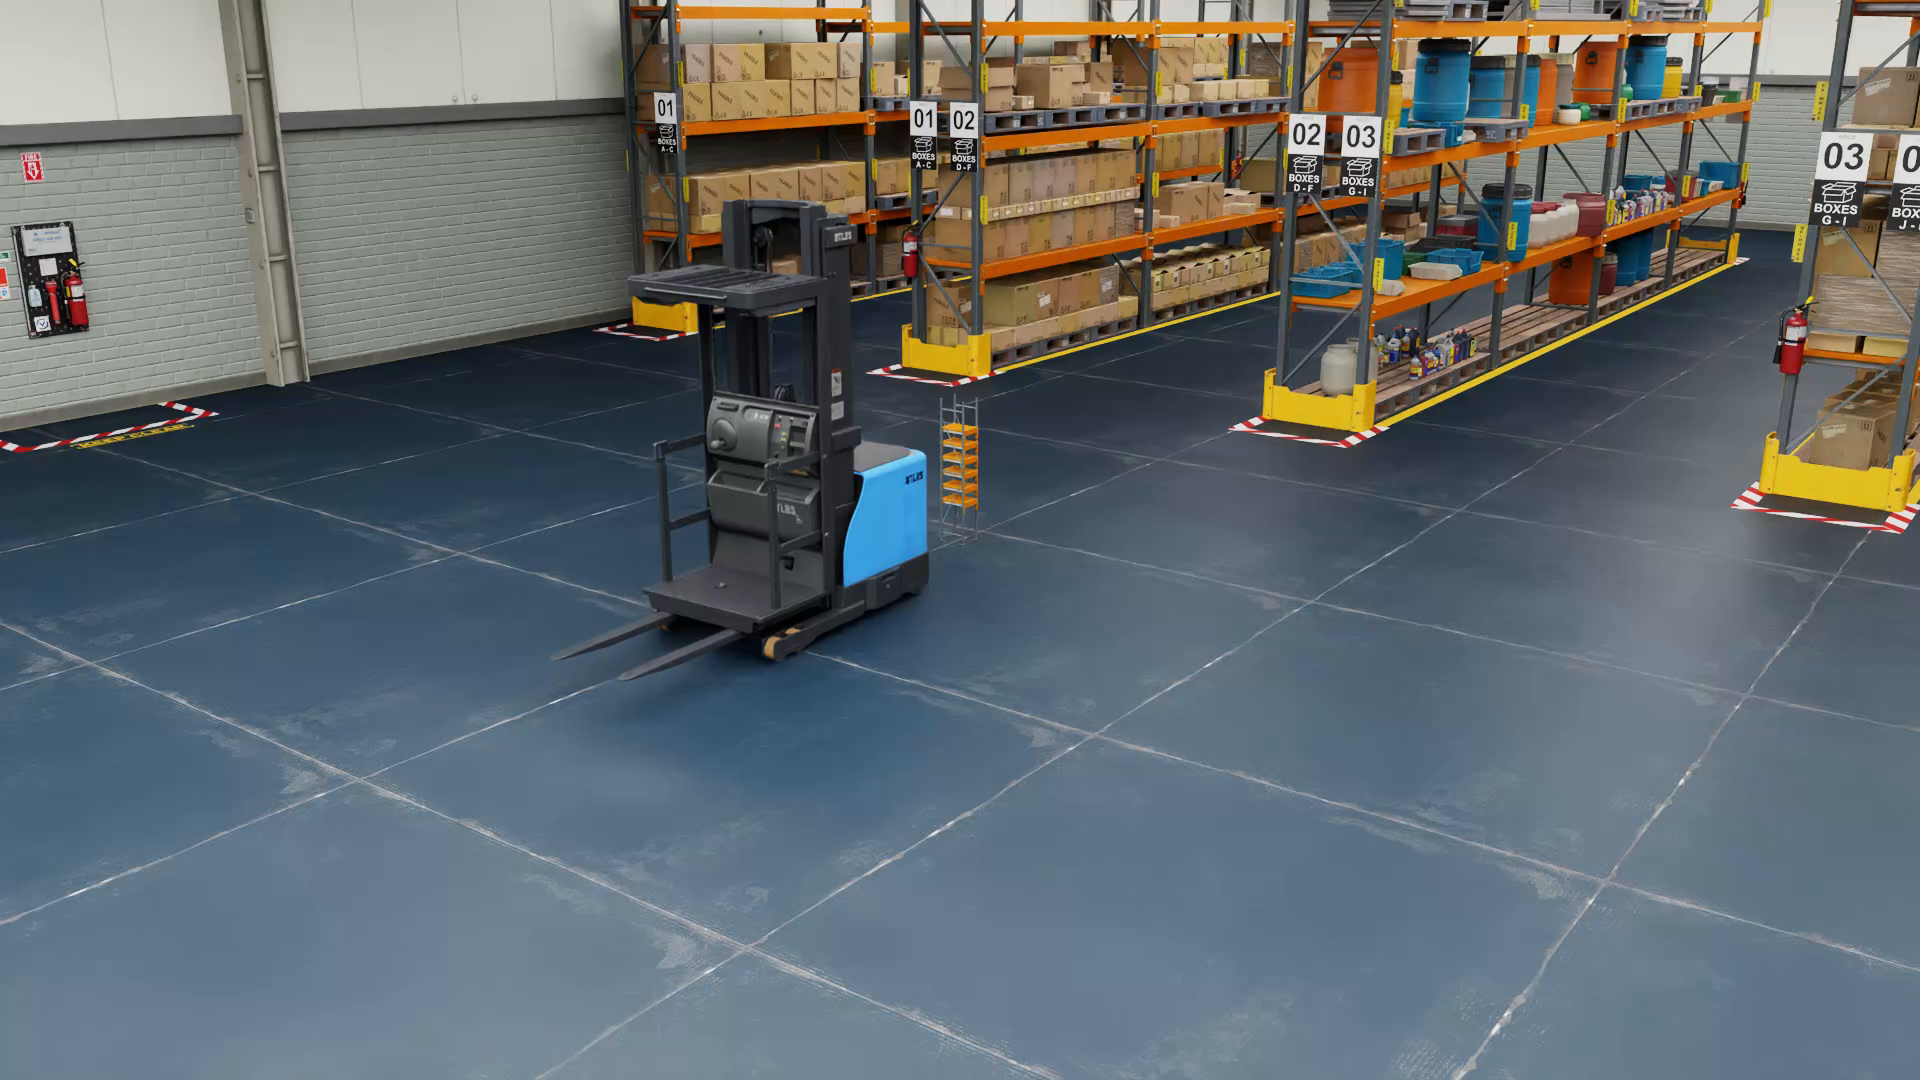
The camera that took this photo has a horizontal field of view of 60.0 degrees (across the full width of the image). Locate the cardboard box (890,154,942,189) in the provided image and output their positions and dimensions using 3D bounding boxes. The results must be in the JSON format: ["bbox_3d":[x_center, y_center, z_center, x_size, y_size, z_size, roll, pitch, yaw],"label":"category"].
[{"bbox_3d":[-0.720,-6.039,27.221,0.700,0.500,0.500,16,24,42],"label":"cardboard box"}]

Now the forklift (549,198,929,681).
[{"bbox_3d":[-1.481,-0.749,11.214,1.130,2.935,3.031,12,21,33],"label":"forklift"}]

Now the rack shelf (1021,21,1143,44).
[{"bbox_3d":[1.818,-9.131,29.861,1.077,0.370,4.000,12,21,35],"label":"rack shelf"}]

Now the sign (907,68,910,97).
[{"bbox_3d":[-0.587,-5.461,19.854,0.100,0.325,0.005,12,21,35],"label":"sign"}]

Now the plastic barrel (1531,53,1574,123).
[{"bbox_3d":[7.919,-6.088,22.388,0.600,0.901,0.600,0,17,0],"label":"plastic barrel"}]

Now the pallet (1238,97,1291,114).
[{"bbox_3d":[4.274,-6.615,25.247,1.213,0.211,1.003,14,22,37],"label":"pallet"}]

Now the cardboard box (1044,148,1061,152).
[{"bbox_3d":[1.441,-6.717,29.612,0.500,0.500,0.500,13,22,36],"label":"cardboard box"}]

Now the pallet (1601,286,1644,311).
[{"bbox_3d":[9.747,-3.726,25.387,1.003,0.211,1.213,12,21,35],"label":"pallet"}]

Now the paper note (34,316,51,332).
[{"bbox_3d":[-9.657,-2.277,17.503,0.016,0.148,0.142,12,21,35],"label":"paper note"}]

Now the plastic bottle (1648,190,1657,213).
[{"bbox_3d":[10.571,-5.182,25.456,0.144,0.351,0.185,12,21,35],"label":"plastic bottle"}]

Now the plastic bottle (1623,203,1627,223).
[{"bbox_3d":[9.684,-4.778,24.288,0.097,0.271,0.097,0,17,0],"label":"plastic bottle"}]

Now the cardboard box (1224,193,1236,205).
[{"bbox_3d":[3.919,-5.228,25.673,0.500,0.311,0.500,12,21,34],"label":"cardboard box"}]

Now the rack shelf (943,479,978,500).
[{"bbox_3d":[-0.009,-0.413,13.603,0.258,0.103,0.180,12,21,35],"label":"rack shelf"}]

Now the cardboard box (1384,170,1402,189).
[{"bbox_3d":[7.513,-6.523,29.524,0.500,0.500,0.500,13,22,36],"label":"cardboard box"}]

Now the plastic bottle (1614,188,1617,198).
[{"bbox_3d":[10.405,-5.459,26.460,0.061,0.283,0.133,12,21,35],"label":"plastic bottle"}]

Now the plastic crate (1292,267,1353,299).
[{"bbox_3d":[3.874,-2.769,17.854,0.499,0.251,0.616,12,21,35],"label":"plastic crate"}]

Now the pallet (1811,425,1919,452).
[{"bbox_3d":[9.079,-0.956,16.466,1.003,0.211,1.213,12,21,35],"label":"pallet"}]

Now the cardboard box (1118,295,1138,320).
[{"bbox_3d":[2.123,-3.235,23.033,0.500,0.250,0.500,12,21,35],"label":"cardboard box"}]

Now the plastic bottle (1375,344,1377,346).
[{"bbox_3d":[4.816,-2.132,19.391,0.061,0.283,0.133,12,21,35],"label":"plastic bottle"}]

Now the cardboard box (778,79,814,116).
[{"bbox_3d":[-2.471,-6.440,24.165,0.500,0.500,0.500,11,21,33],"label":"cardboard box"}]

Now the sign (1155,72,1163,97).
[{"bbox_3d":[2.670,-6.117,22.319,0.100,0.325,0.005,12,21,35],"label":"sign"}]

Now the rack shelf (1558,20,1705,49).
[{"bbox_3d":[9.775,-7.380,24.224,1.077,0.370,4.000,12,21,35],"label":"rack shelf"}]

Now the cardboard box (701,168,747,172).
[{"bbox_3d":[-3.418,-5.107,24.085,0.500,0.500,0.500,12,21,33],"label":"cardboard box"}]

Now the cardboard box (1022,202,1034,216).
[{"bbox_3d":[0.704,-4.139,20.753,0.380,0.149,0.250,12,21,34],"label":"cardboard box"}]

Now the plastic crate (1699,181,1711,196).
[{"bbox_3d":[12.332,-5.893,27.844,0.416,0.233,0.300,12,21,35],"label":"plastic crate"}]

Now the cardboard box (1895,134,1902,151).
[{"bbox_3d":[8.144,-3.369,14.057,0.380,0.149,0.250,12,21,34],"label":"cardboard box"}]

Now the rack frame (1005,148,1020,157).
[{"bbox_3d":[0.626,-6.324,29.051,1.000,3.000,0.127,12,21,35],"label":"rack frame"}]

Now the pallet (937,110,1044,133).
[{"bbox_3d":[0.282,-5.098,20.195,1.003,0.211,1.213,12,21,35],"label":"pallet"}]

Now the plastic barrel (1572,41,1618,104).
[{"bbox_3d":[8.923,-6.546,23.276,0.600,0.830,0.708,12,21,35],"label":"plastic barrel"}]

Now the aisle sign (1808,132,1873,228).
[{"bbox_3d":[7.516,-3.073,14.197,0.394,0.787,0.004,12,21,35],"label":"aisle sign"}]

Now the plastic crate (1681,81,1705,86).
[{"bbox_3d":[12.219,-7.567,28.098,0.504,0.338,0.767,12,21,35],"label":"plastic crate"}]

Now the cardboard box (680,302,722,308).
[{"bbox_3d":[-3.656,-3.494,23.728,0.500,0.311,0.500,10,20,29],"label":"cardboard box"}]

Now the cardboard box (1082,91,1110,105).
[{"bbox_3d":[1.724,-5.741,21.596,0.380,0.149,0.250,12,21,35],"label":"cardboard box"}]

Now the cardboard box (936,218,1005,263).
[{"bbox_3d":[0.129,-3.701,20.435,0.700,0.500,0.500,12,21,35],"label":"cardboard box"}]

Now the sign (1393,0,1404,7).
[{"bbox_3d":[4.255,-5.335,16.103,0.100,0.325,0.005,12,21,35],"label":"sign"}]

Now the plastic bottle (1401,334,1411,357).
[{"bbox_3d":[5.396,-2.353,20.122,0.097,0.271,0.097,0,17,0],"label":"plastic bottle"}]

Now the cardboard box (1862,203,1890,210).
[{"bbox_3d":[8.516,-2.874,15.583,0.500,0.500,0.500,12,21,35],"label":"cardboard box"}]

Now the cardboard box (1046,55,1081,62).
[{"bbox_3d":[1.768,-8.525,30.170,0.700,0.500,0.500,12,21,35],"label":"cardboard box"}]

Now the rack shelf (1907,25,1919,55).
[{"bbox_3d":[11.369,-5.552,18.338,1.077,0.370,4.000,12,21,35],"label":"rack shelf"}]

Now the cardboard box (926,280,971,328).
[{"bbox_3d":[-0.079,-2.970,20.914,0.500,0.500,0.500,12,21,35],"label":"cardboard box"}]

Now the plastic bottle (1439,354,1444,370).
[{"bbox_3d":[5.592,-2.097,19.414,0.097,0.201,0.097,0,17,0],"label":"plastic bottle"}]

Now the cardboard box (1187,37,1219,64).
[{"bbox_3d":[4.869,-9.857,33.482,0.500,0.500,0.500,13,22,36],"label":"cardboard box"}]

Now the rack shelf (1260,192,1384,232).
[{"bbox_3d":[5.799,-5.583,27.876,1.077,0.370,4.000,12,21,35],"label":"rack shelf"}]

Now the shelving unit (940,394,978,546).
[{"bbox_3d":[-0.009,-0.570,13.555,0.258,1.200,0.189,12,21,35],"label":"shelving unit"}]

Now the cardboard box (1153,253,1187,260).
[{"bbox_3d":[3.141,-4.162,25.071,0.500,0.311,0.500,12,21,34],"label":"cardboard box"}]

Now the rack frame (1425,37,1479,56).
[{"bbox_3d":[9.374,-10.220,31.481,1.000,3.000,0.127,12,21,35],"label":"rack frame"}]

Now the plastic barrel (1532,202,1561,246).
[{"bbox_3d":[7.641,-4.153,21.829,0.433,0.535,0.433,0,17,0],"label":"plastic barrel"}]

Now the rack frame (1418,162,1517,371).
[{"bbox_3d":[6.200,-3.621,20.346,1.000,3.000,0.127,12,21,35],"label":"rack frame"}]

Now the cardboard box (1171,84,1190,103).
[{"bbox_3d":[2.924,-6.335,23.572,0.500,0.250,0.500,10,20,29],"label":"cardboard box"}]

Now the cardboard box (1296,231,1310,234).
[{"bbox_3d":[5.592,-4.980,28.194,0.500,0.500,0.500,11,21,33],"label":"cardboard box"}]

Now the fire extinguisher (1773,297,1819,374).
[{"bbox_3d":[7.356,-1.810,14.645,0.296,0.674,0.183,12,21,35],"label":"fire extinguisher"}]

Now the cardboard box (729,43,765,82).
[{"bbox_3d":[-3.080,-6.670,23.217,0.500,0.500,0.500,13,22,36],"label":"cardboard box"}]

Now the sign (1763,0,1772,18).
[{"bbox_3d":[13.801,-9.097,28.407,0.100,0.325,0.005,12,21,35],"label":"sign"}]

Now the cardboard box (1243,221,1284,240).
[{"bbox_3d":[5.006,-5.103,27.326,0.500,0.250,0.500,13,22,37],"label":"cardboard box"}]

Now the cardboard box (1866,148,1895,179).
[{"bbox_3d":[7.877,-3.314,14.551,0.500,0.250,0.500,13,21,36],"label":"cardboard box"}]
